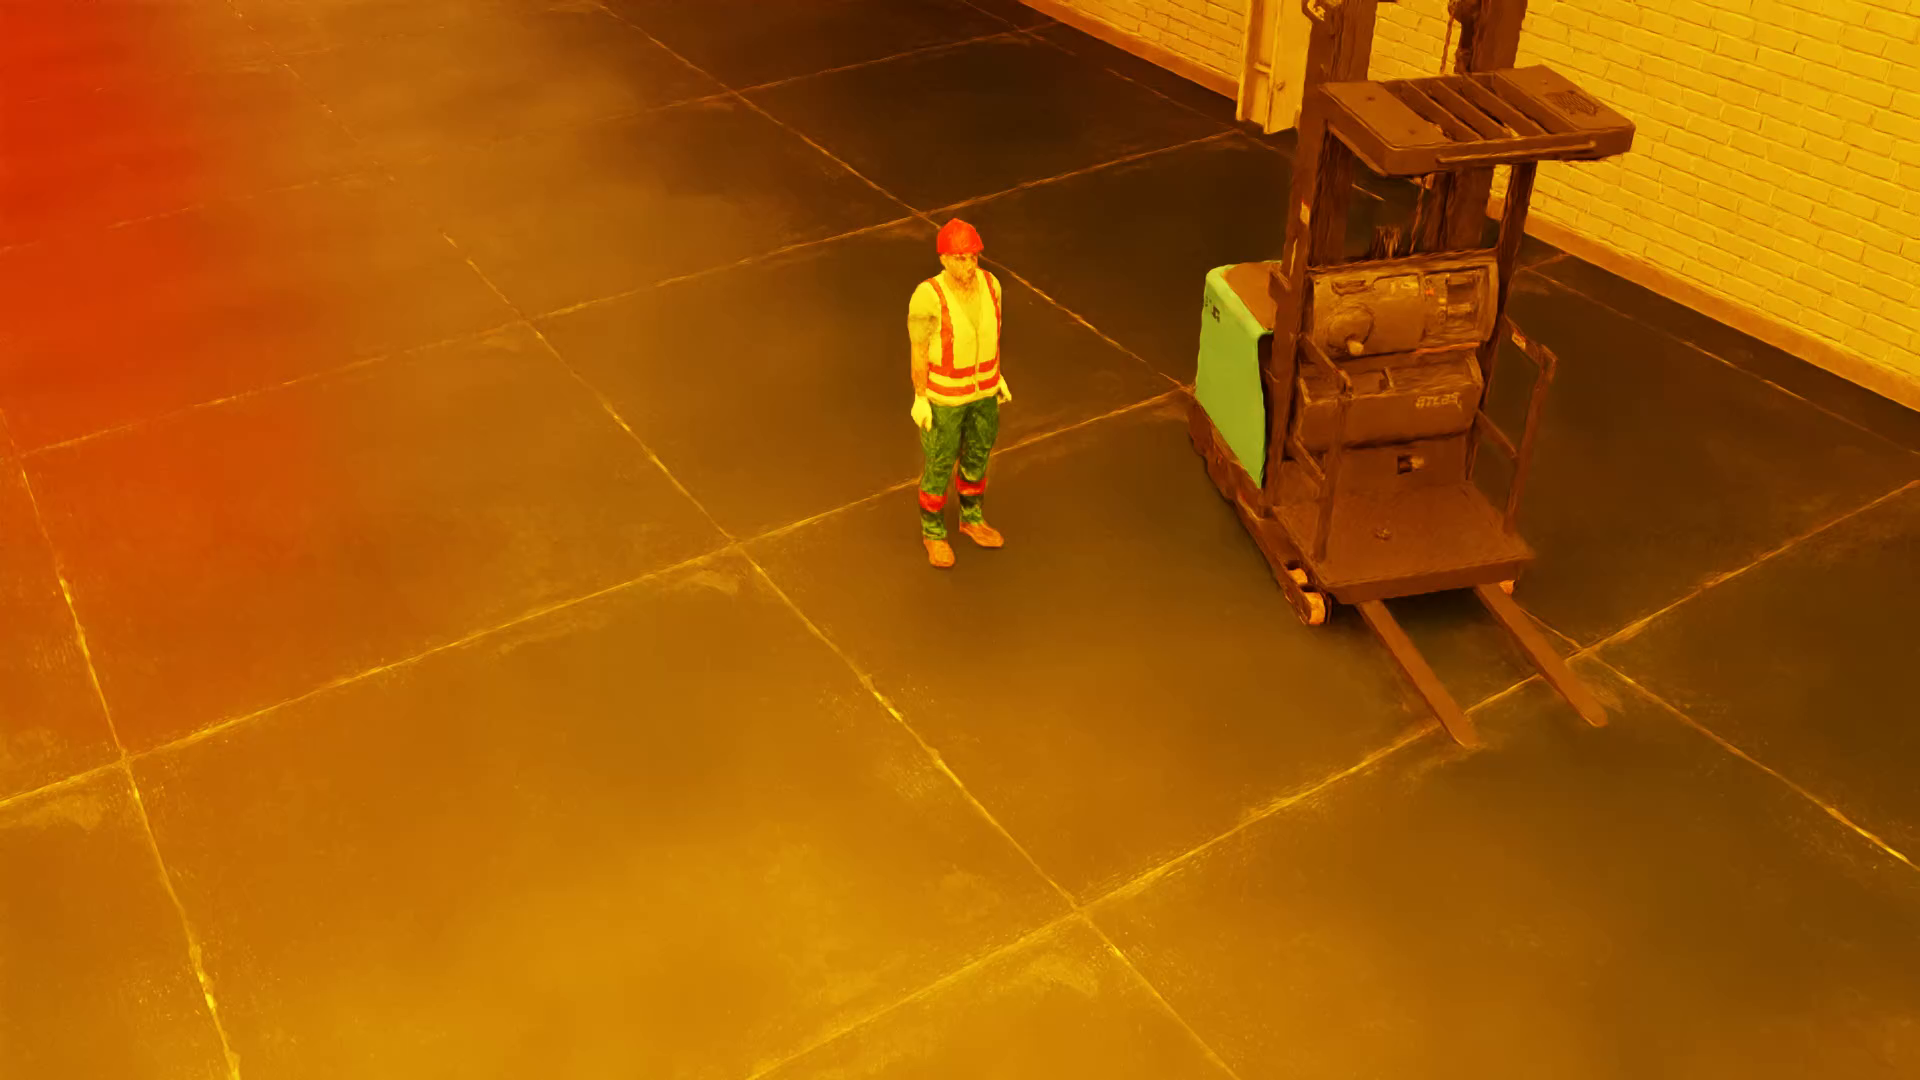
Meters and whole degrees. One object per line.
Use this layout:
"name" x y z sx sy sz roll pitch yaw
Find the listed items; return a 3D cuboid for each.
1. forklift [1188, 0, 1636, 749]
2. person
"forklift" 2.132 -1.025 7.606 1.130 2.935 3.031 -8 36 -11
"person" 0.012 -0.723 8.168 0.540 1.795 0.349 -21 40 -27
